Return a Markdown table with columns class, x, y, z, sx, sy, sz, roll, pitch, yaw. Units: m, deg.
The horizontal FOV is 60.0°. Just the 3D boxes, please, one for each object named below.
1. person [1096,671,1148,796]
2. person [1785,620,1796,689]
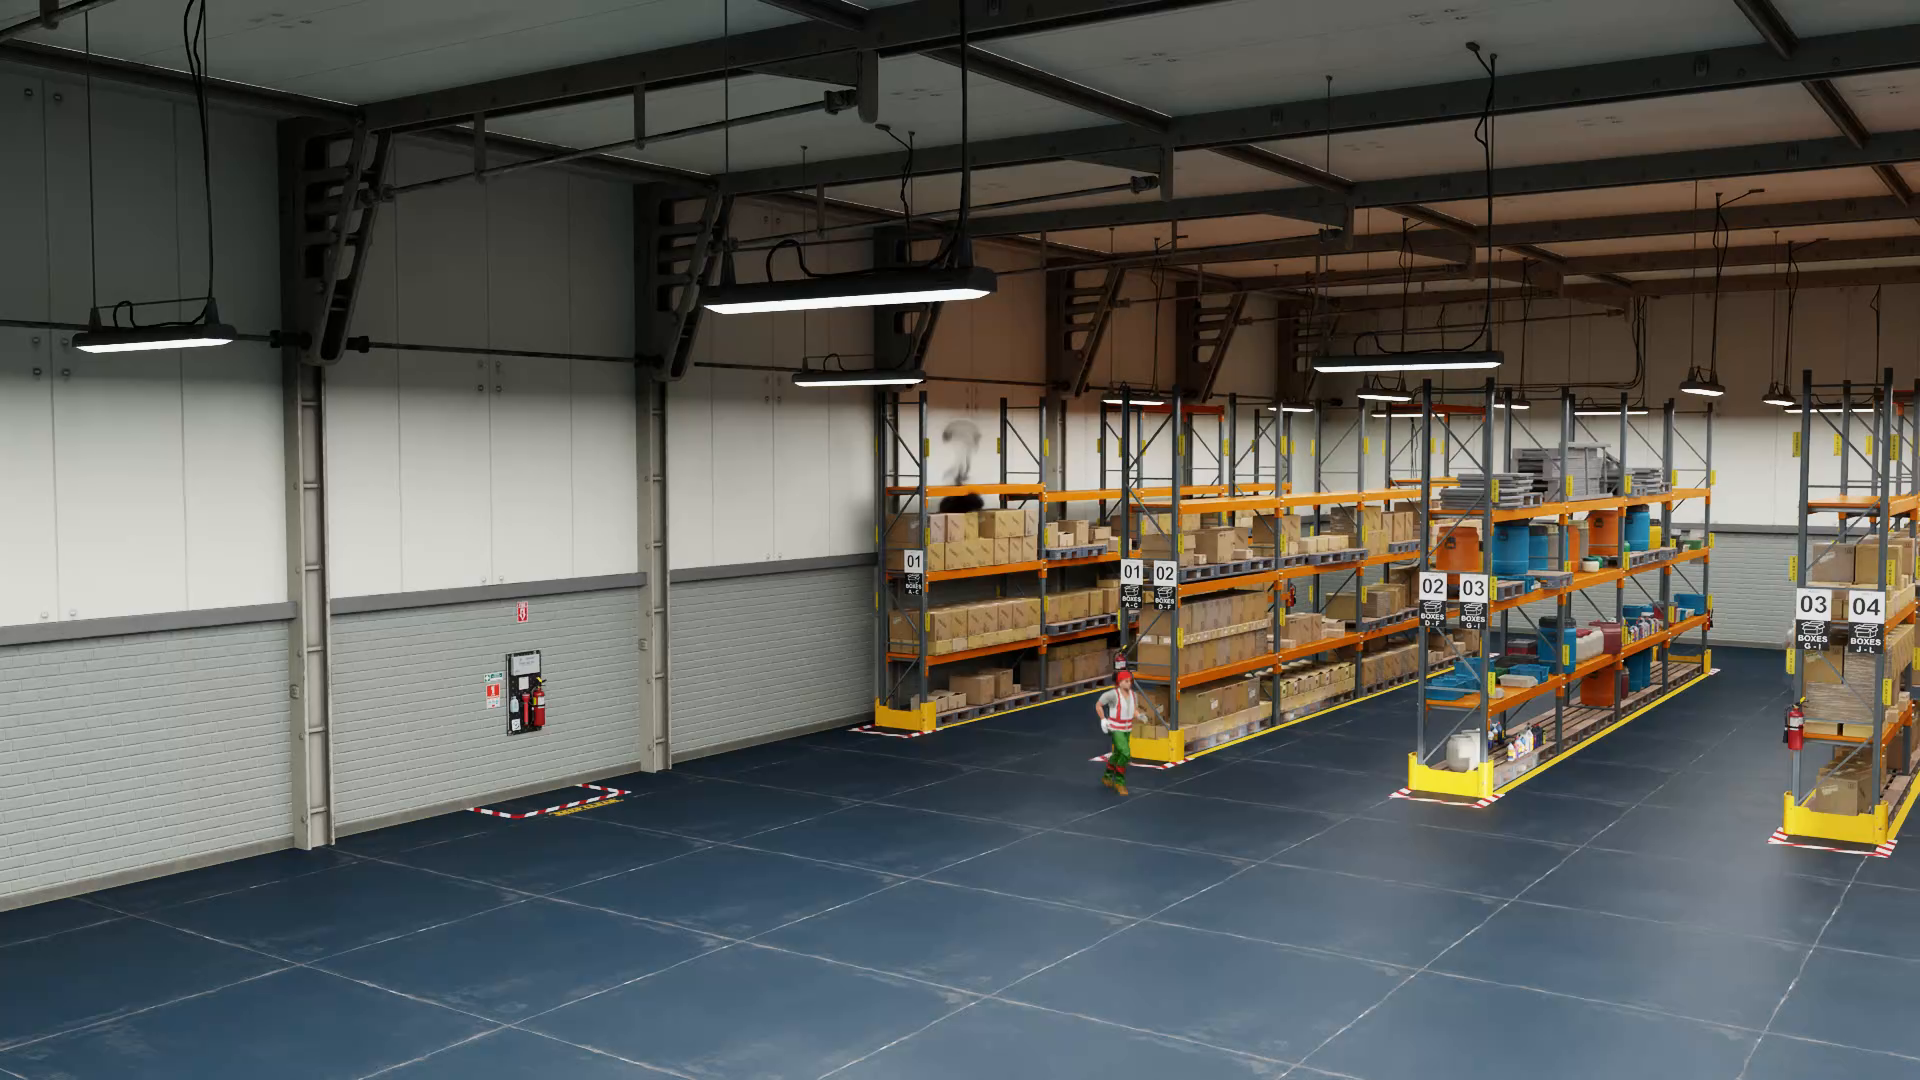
| class | x | y | z | sx | sy | sz | roll | pitch | yaw |
| --- | --- | --- | --- | --- | --- | --- | --- | --- | --- |
| person | 2.328 | 2.796 | 24.107 | 0.588 | 1.824 | 0.864 | -3 | 4 | -40 |
| person | 17.172 | 2.362 | 33.931 | 0.610 | 1.547 | 0.940 | 2 | 4 | 30 |
